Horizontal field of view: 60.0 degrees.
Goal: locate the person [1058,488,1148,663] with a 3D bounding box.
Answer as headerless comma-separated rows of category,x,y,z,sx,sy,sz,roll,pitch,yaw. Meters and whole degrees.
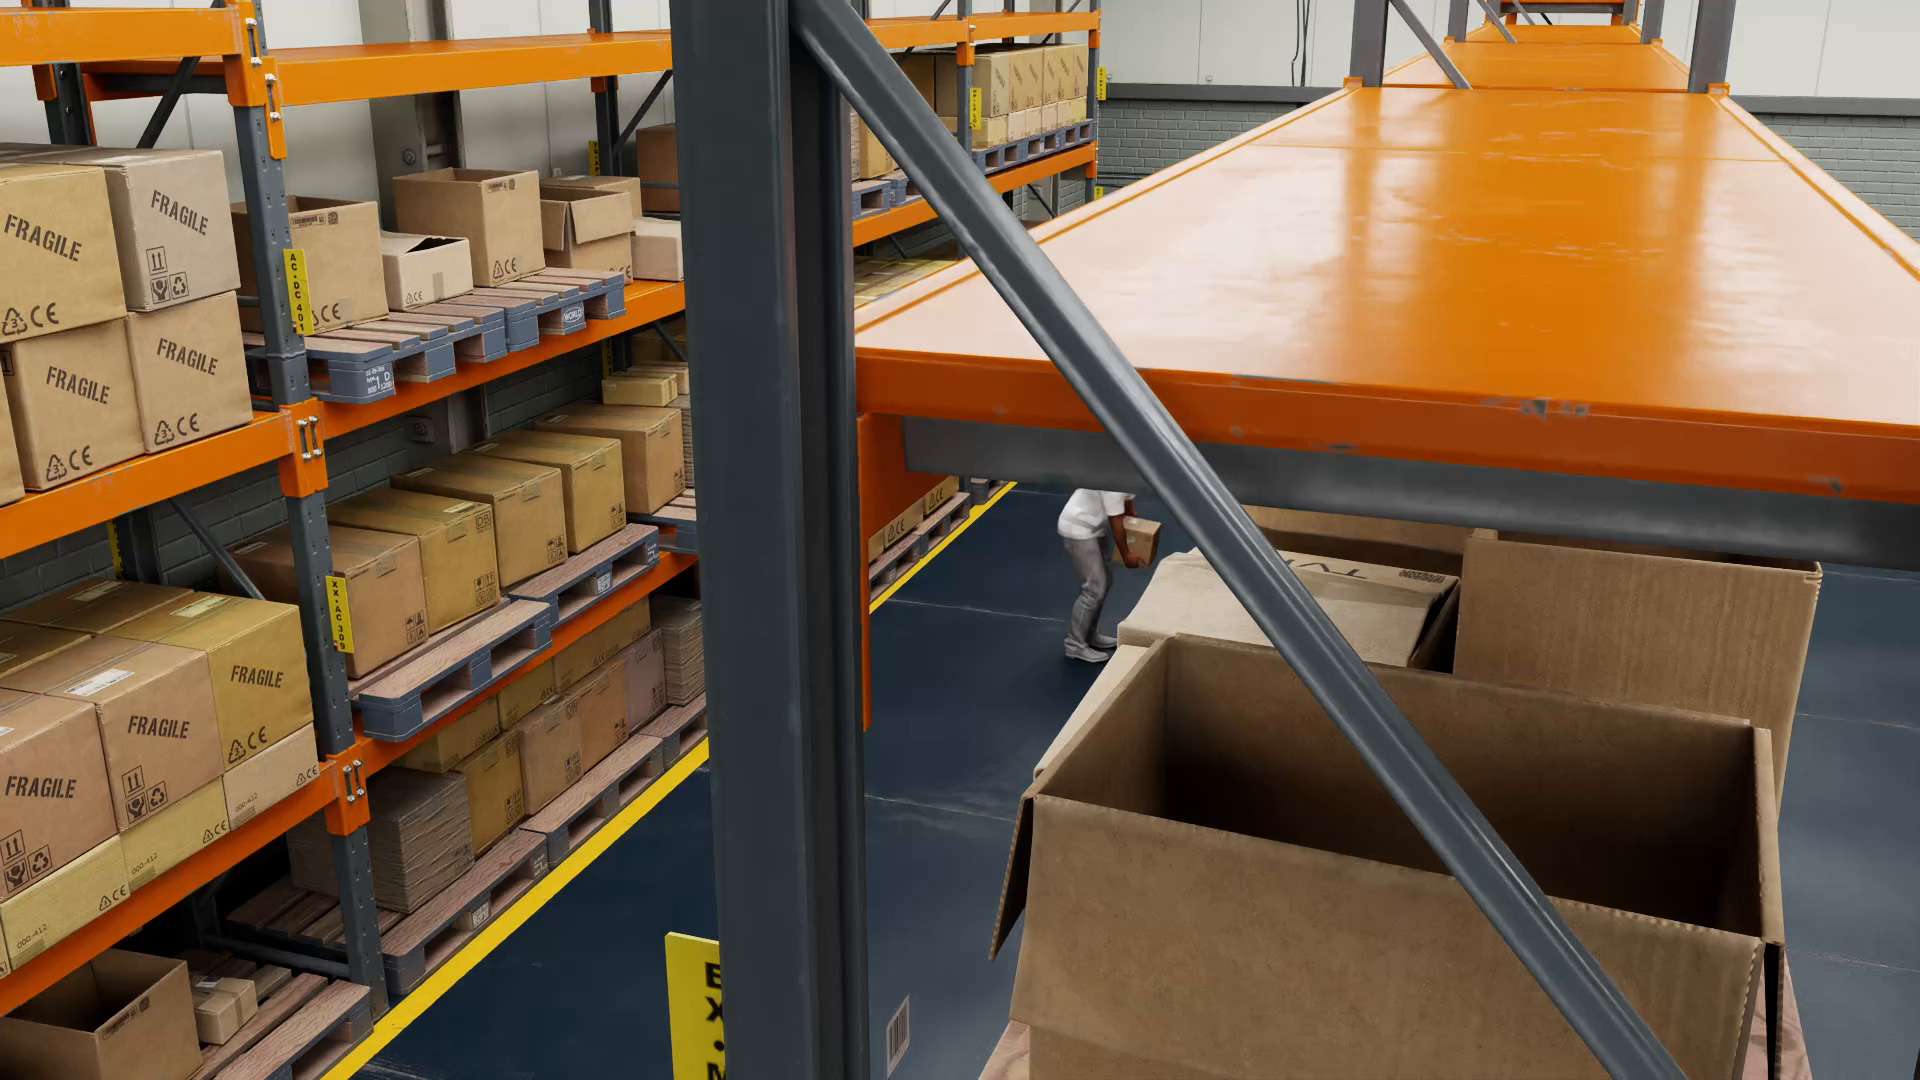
person,1.004,-0.013,11.212,0.670,1.669,0.492,6,19,17
